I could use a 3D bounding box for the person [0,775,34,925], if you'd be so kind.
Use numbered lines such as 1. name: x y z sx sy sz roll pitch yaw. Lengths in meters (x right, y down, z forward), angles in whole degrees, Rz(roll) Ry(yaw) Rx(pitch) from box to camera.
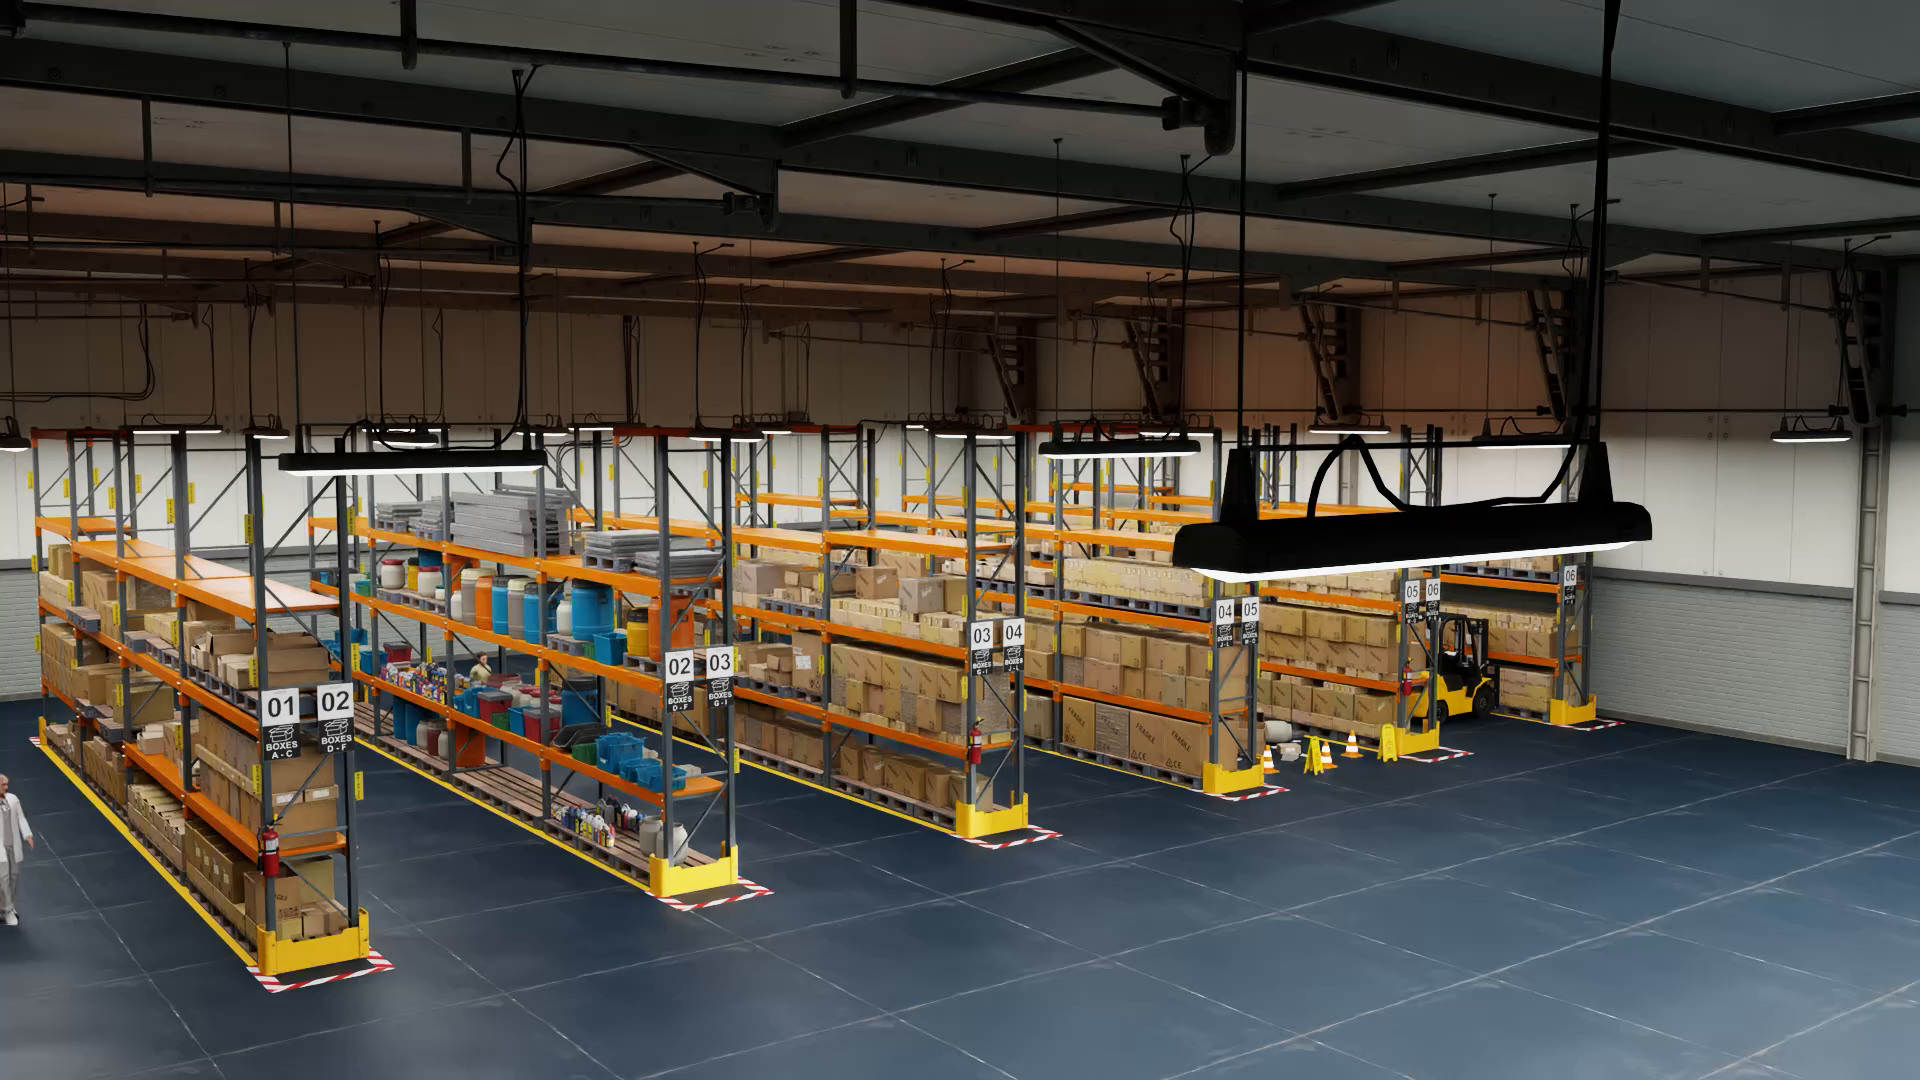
1. person: -11.845 3.843 20.712 0.731 1.819 0.593 2 5 28

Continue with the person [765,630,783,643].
1. person: -4.755 2.246 41.932 1.054 1.578 0.428 -4 6 -39

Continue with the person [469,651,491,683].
1. person: -9.210 2.972 32.254 1.052 1.599 0.475 3 5 31
